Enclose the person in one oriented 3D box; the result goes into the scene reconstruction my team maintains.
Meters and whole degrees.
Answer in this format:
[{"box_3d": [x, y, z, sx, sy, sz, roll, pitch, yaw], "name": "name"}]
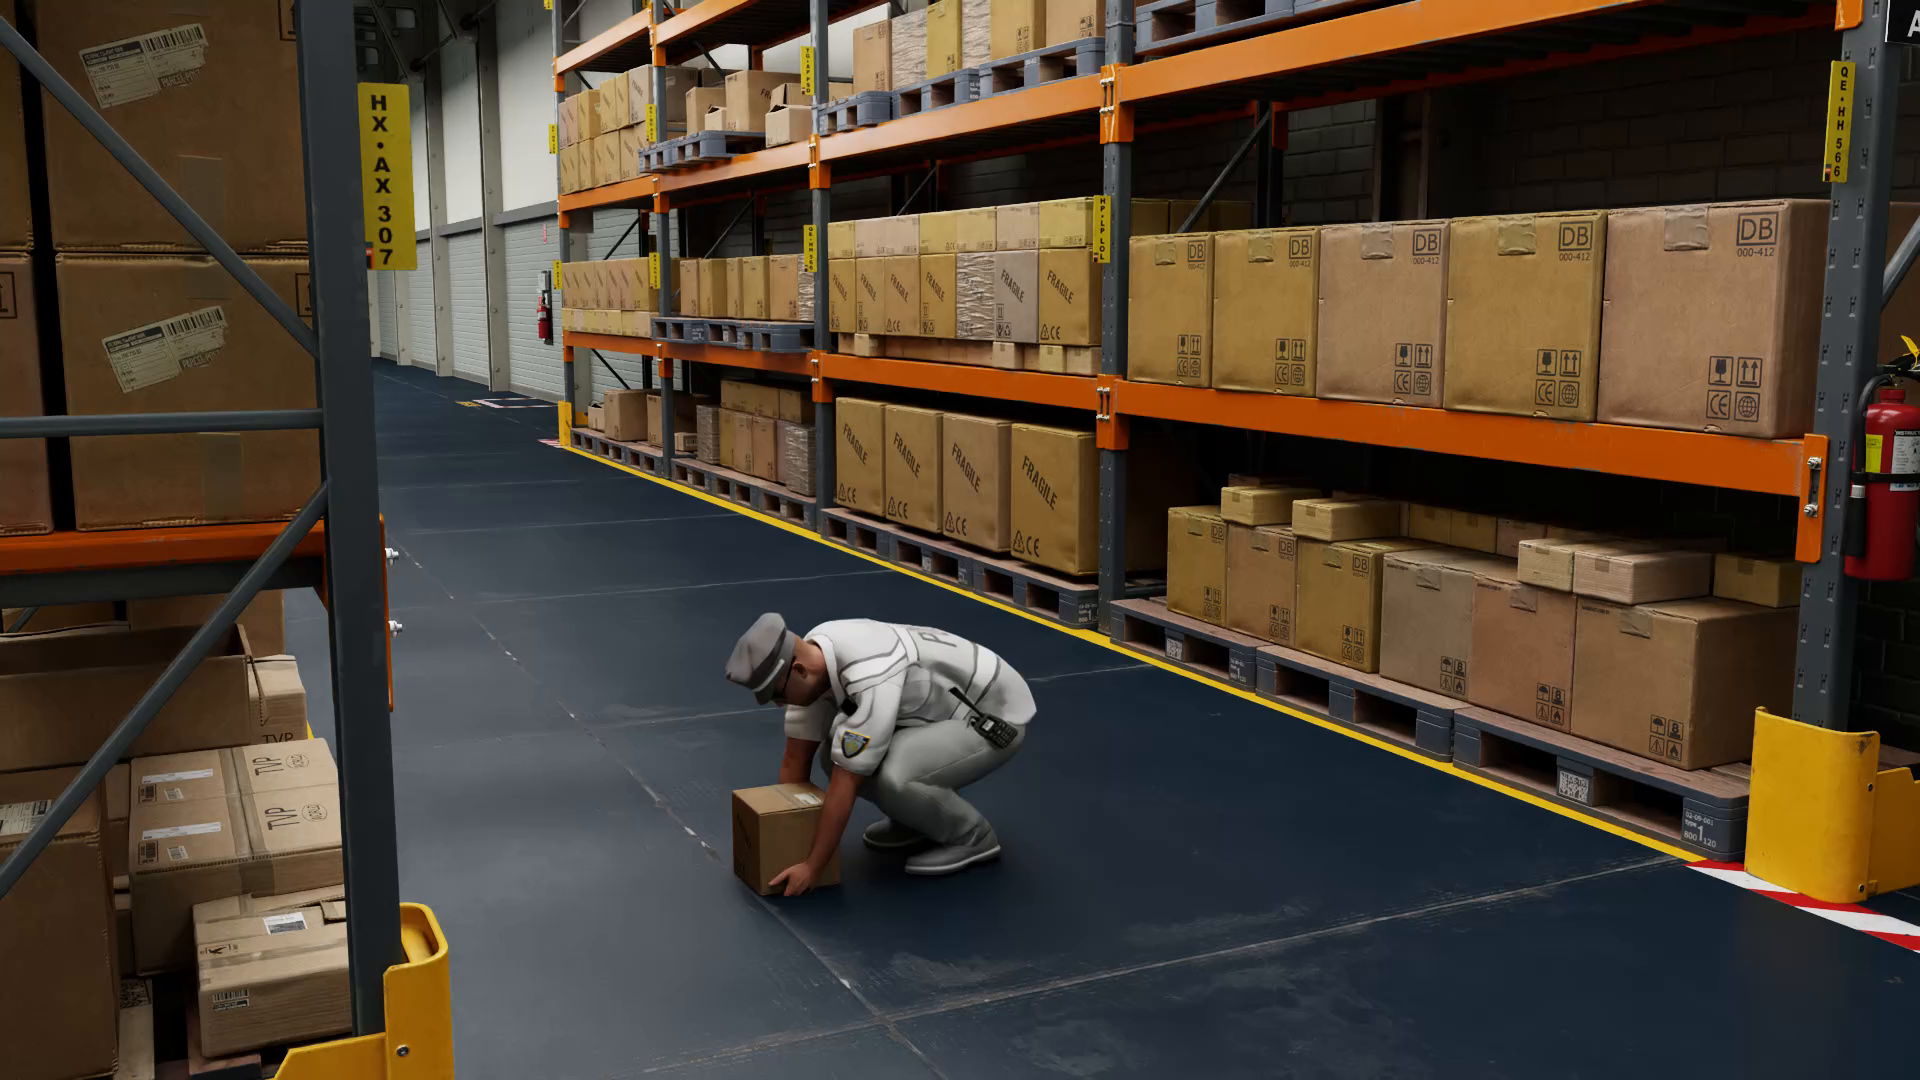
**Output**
[{"box_3d": [-0.247, 0.625, 5.054, 0.994, 0.894, 0.540, -4, 9, -27], "name": "person"}]
